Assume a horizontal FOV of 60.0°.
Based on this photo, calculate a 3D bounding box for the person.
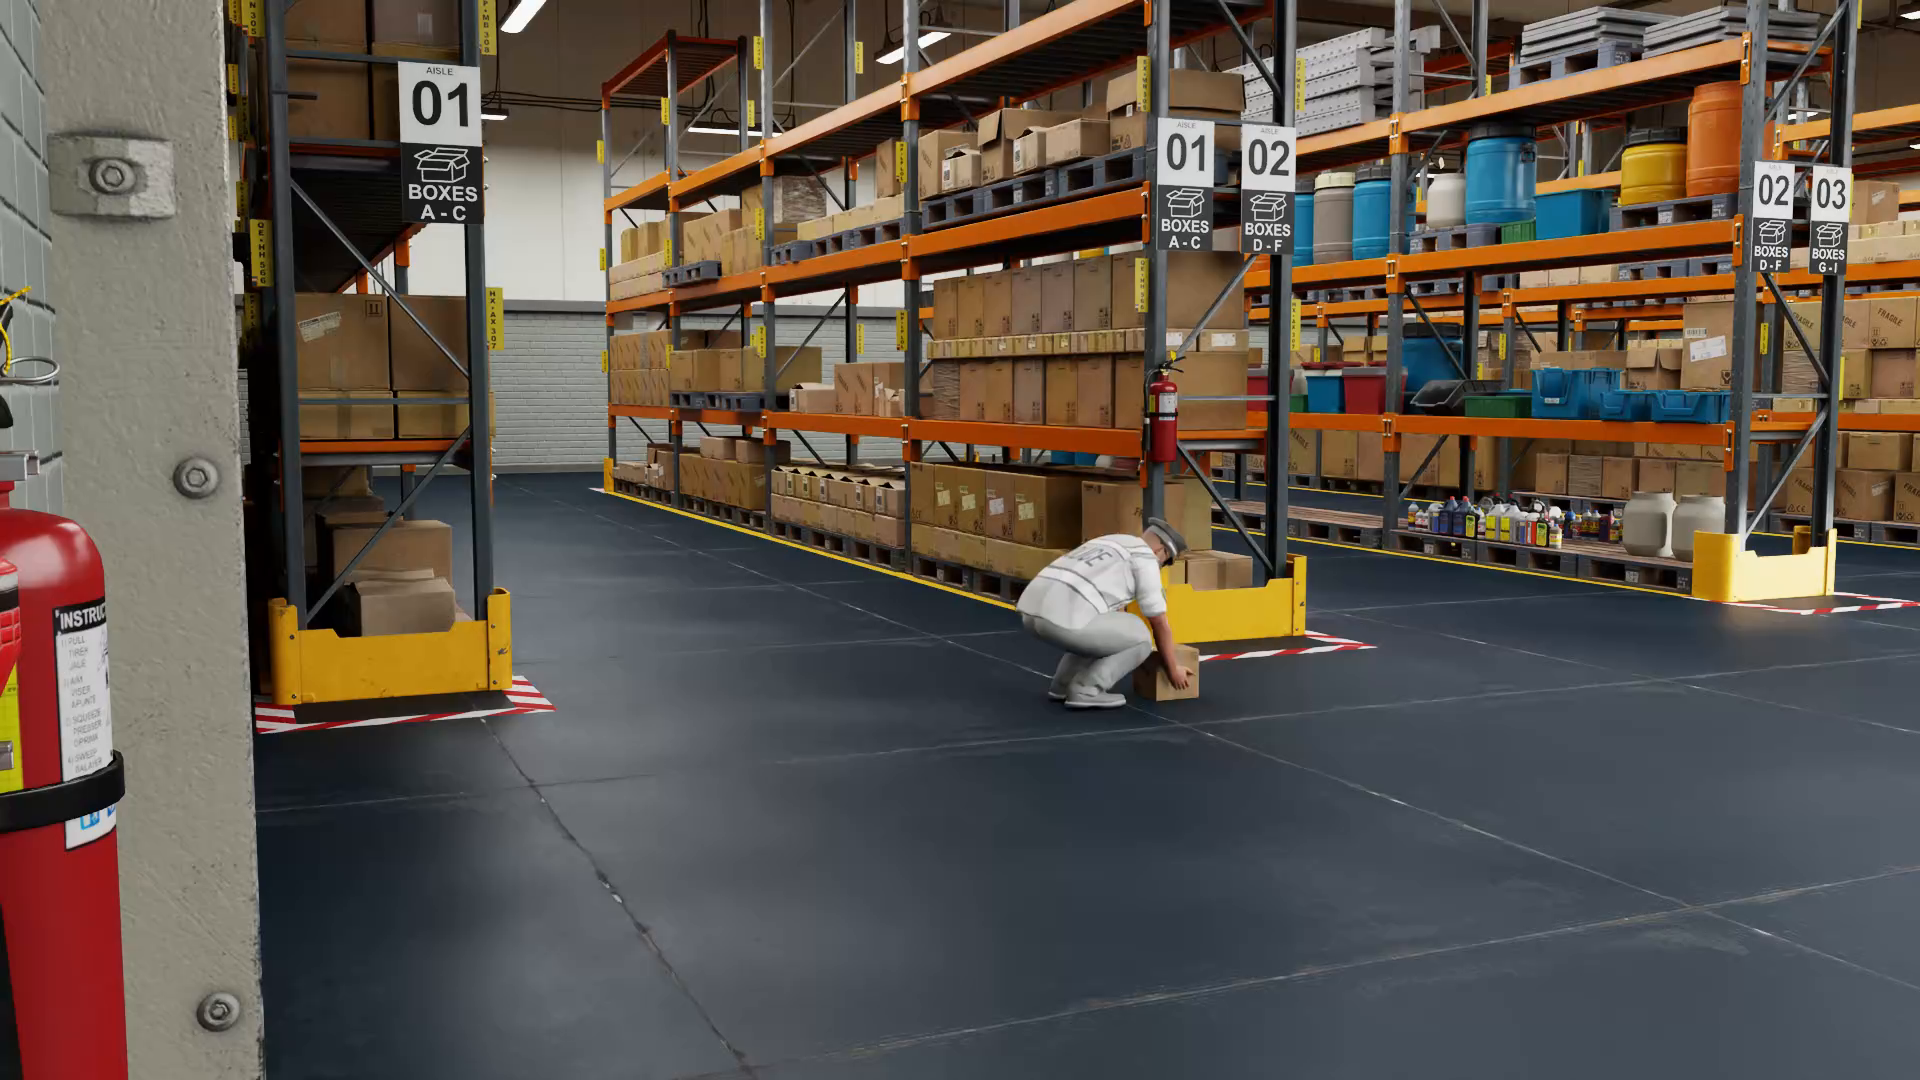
[{"bbox_3d":[0.745,0.359,8.395,0.953,0.920,0.562,-2,6,-24],"label":"person"}]
